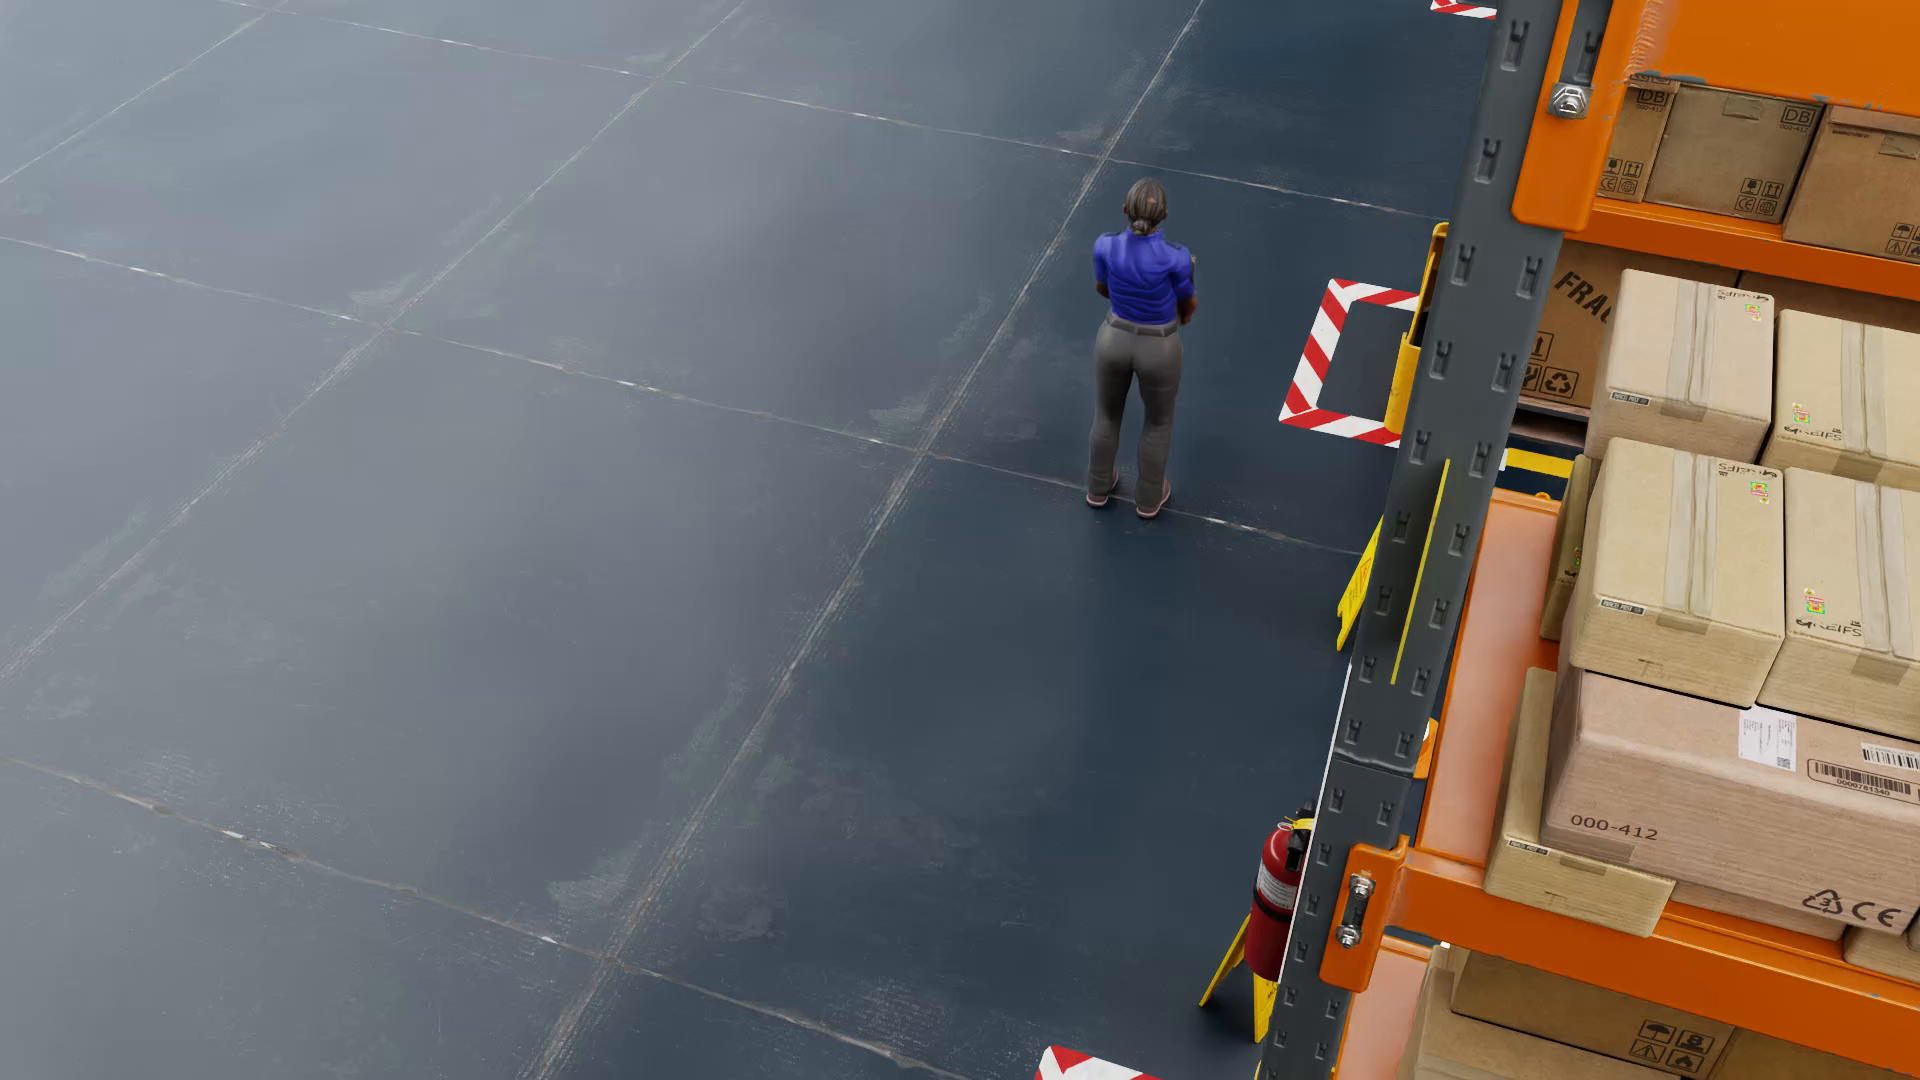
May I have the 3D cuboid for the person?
[{"bbox_3d":[0.788,-0.862,7.136,0.441,1.656,0.502,13,43,15],"label":"person"}]
